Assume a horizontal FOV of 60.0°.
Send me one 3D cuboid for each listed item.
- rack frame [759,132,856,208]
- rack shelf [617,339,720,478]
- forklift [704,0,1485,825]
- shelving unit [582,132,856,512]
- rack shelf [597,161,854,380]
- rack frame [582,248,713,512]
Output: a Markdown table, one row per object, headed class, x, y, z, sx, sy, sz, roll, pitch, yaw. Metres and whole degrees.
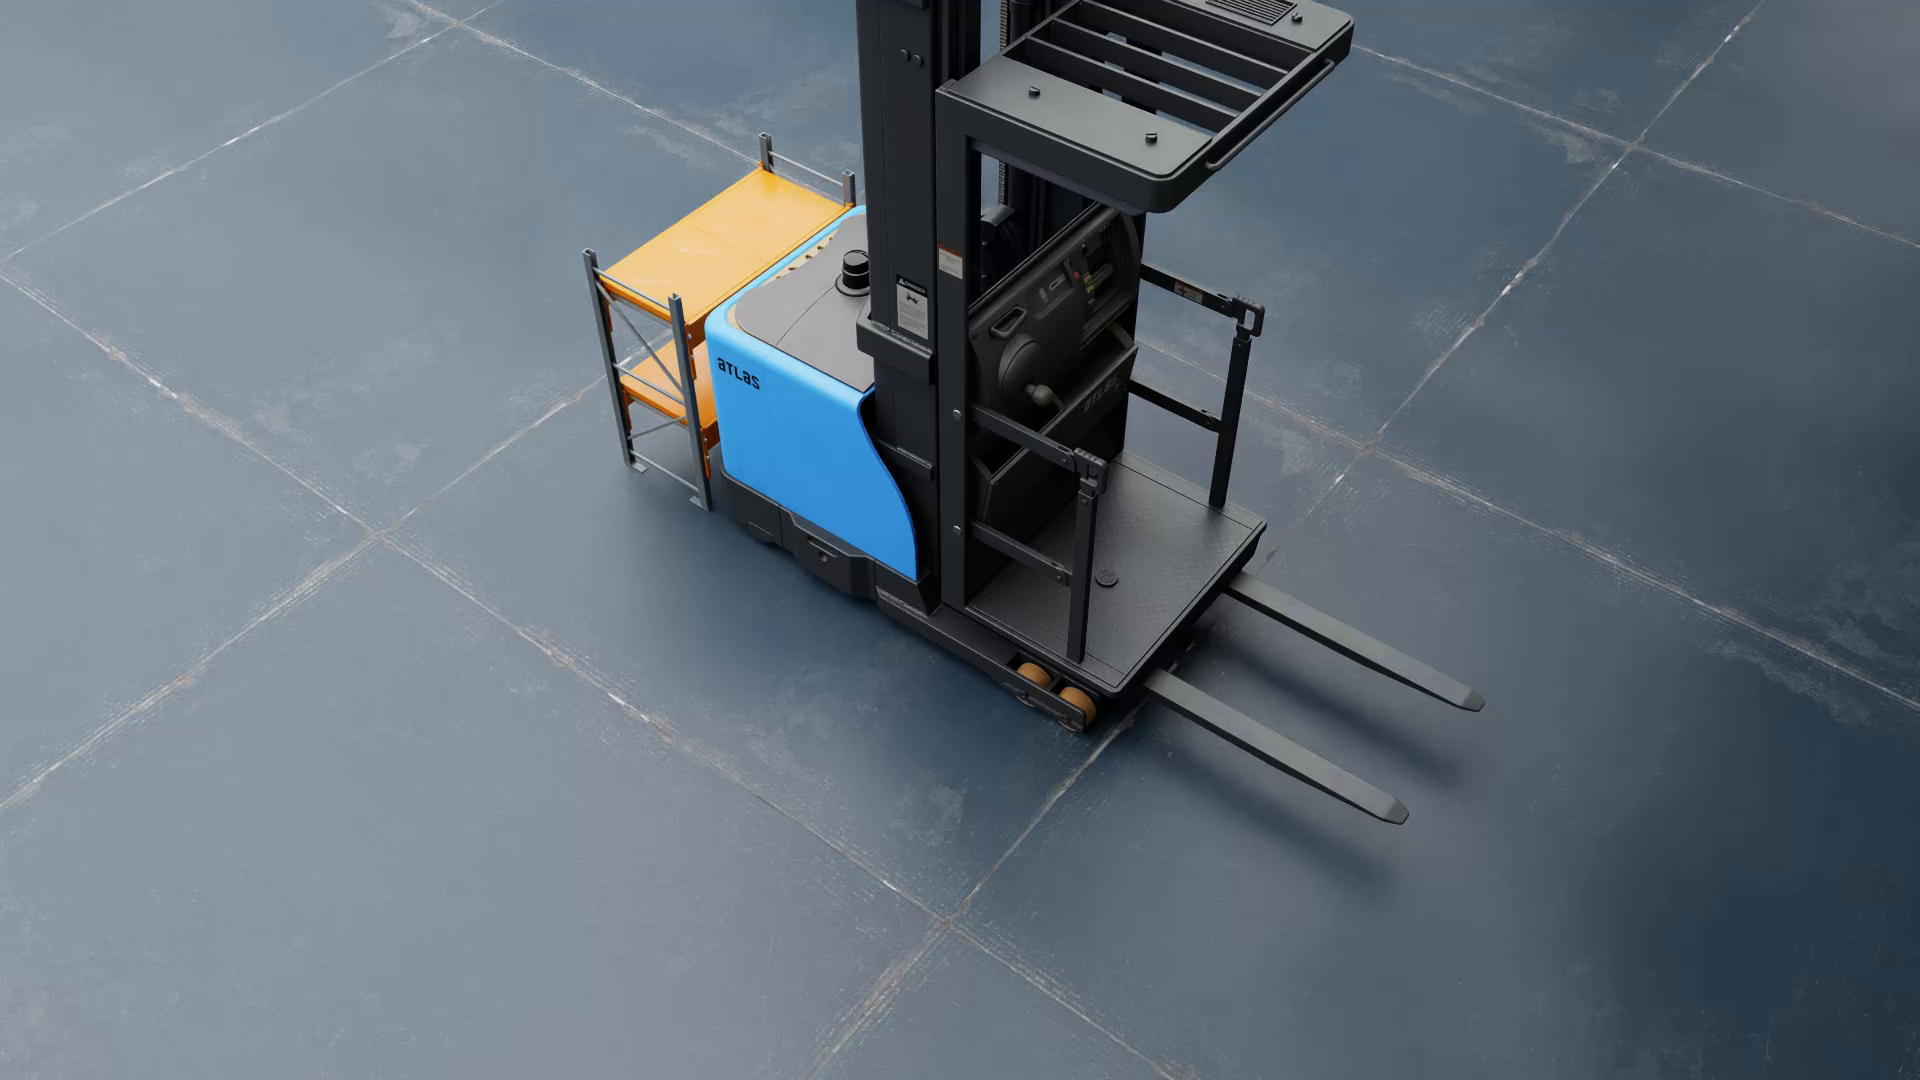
| class | x | y | z | sx | sy | sz | roll | pitch | yaw |
| --- | --- | --- | --- | --- | --- | --- | --- | --- | --- |
| rack frame | -0.638 | -1.211 | 7.294 | 0.500 | 1.125 | 0.032 | 29 | 53 | 25 |
| rack shelf | -0.946 | -0.749 | 7.191 | 0.538 | 0.278 | 1.000 | 29 | 53 | 25 |
| forklift | 0.502 | -0.738 | 5.593 | 3.031 | 2.935 | 1.130 | 29 | 53 | 25 |
| shelving unit | -0.946 | -0.918 | 7.014 | 0.538 | 1.125 | 1.048 | 29 | 53 | 25 |
| rack shelf | -0.946 | -1.121 | 6.802 | 0.538 | 0.278 | 1.000 | 29 | 53 | 25 |
| rack frame | -1.253 | -0.626 | 6.734 | 0.500 | 1.125 | 0.032 | 29 | 53 | 25 |
